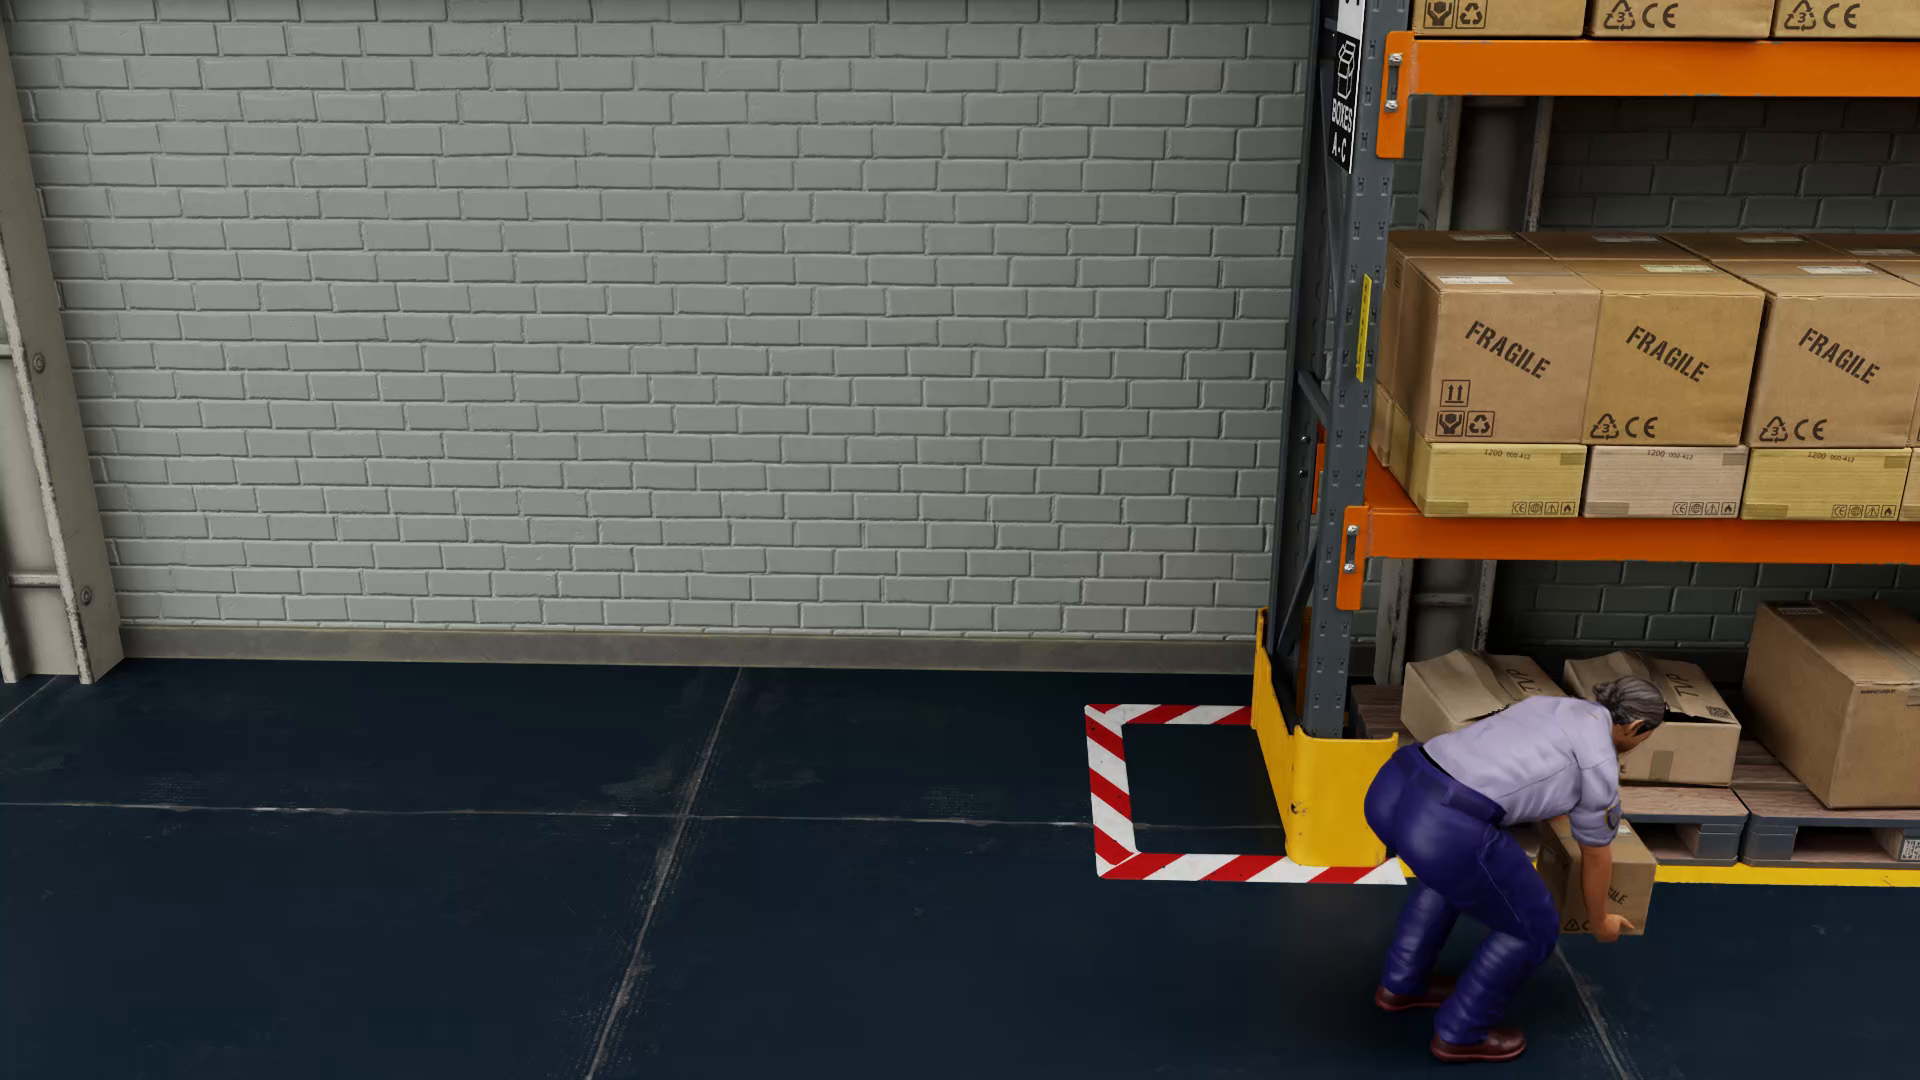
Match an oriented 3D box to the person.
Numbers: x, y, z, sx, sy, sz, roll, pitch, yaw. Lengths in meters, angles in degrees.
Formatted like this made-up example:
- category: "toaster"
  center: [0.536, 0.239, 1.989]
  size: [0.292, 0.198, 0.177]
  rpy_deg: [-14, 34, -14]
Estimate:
- category: "person"
  center: [1.615, 0.956, 4.890]
  size: [0.882, 1.088, 0.492]
  rpy_deg: [-6, 22, -16]
